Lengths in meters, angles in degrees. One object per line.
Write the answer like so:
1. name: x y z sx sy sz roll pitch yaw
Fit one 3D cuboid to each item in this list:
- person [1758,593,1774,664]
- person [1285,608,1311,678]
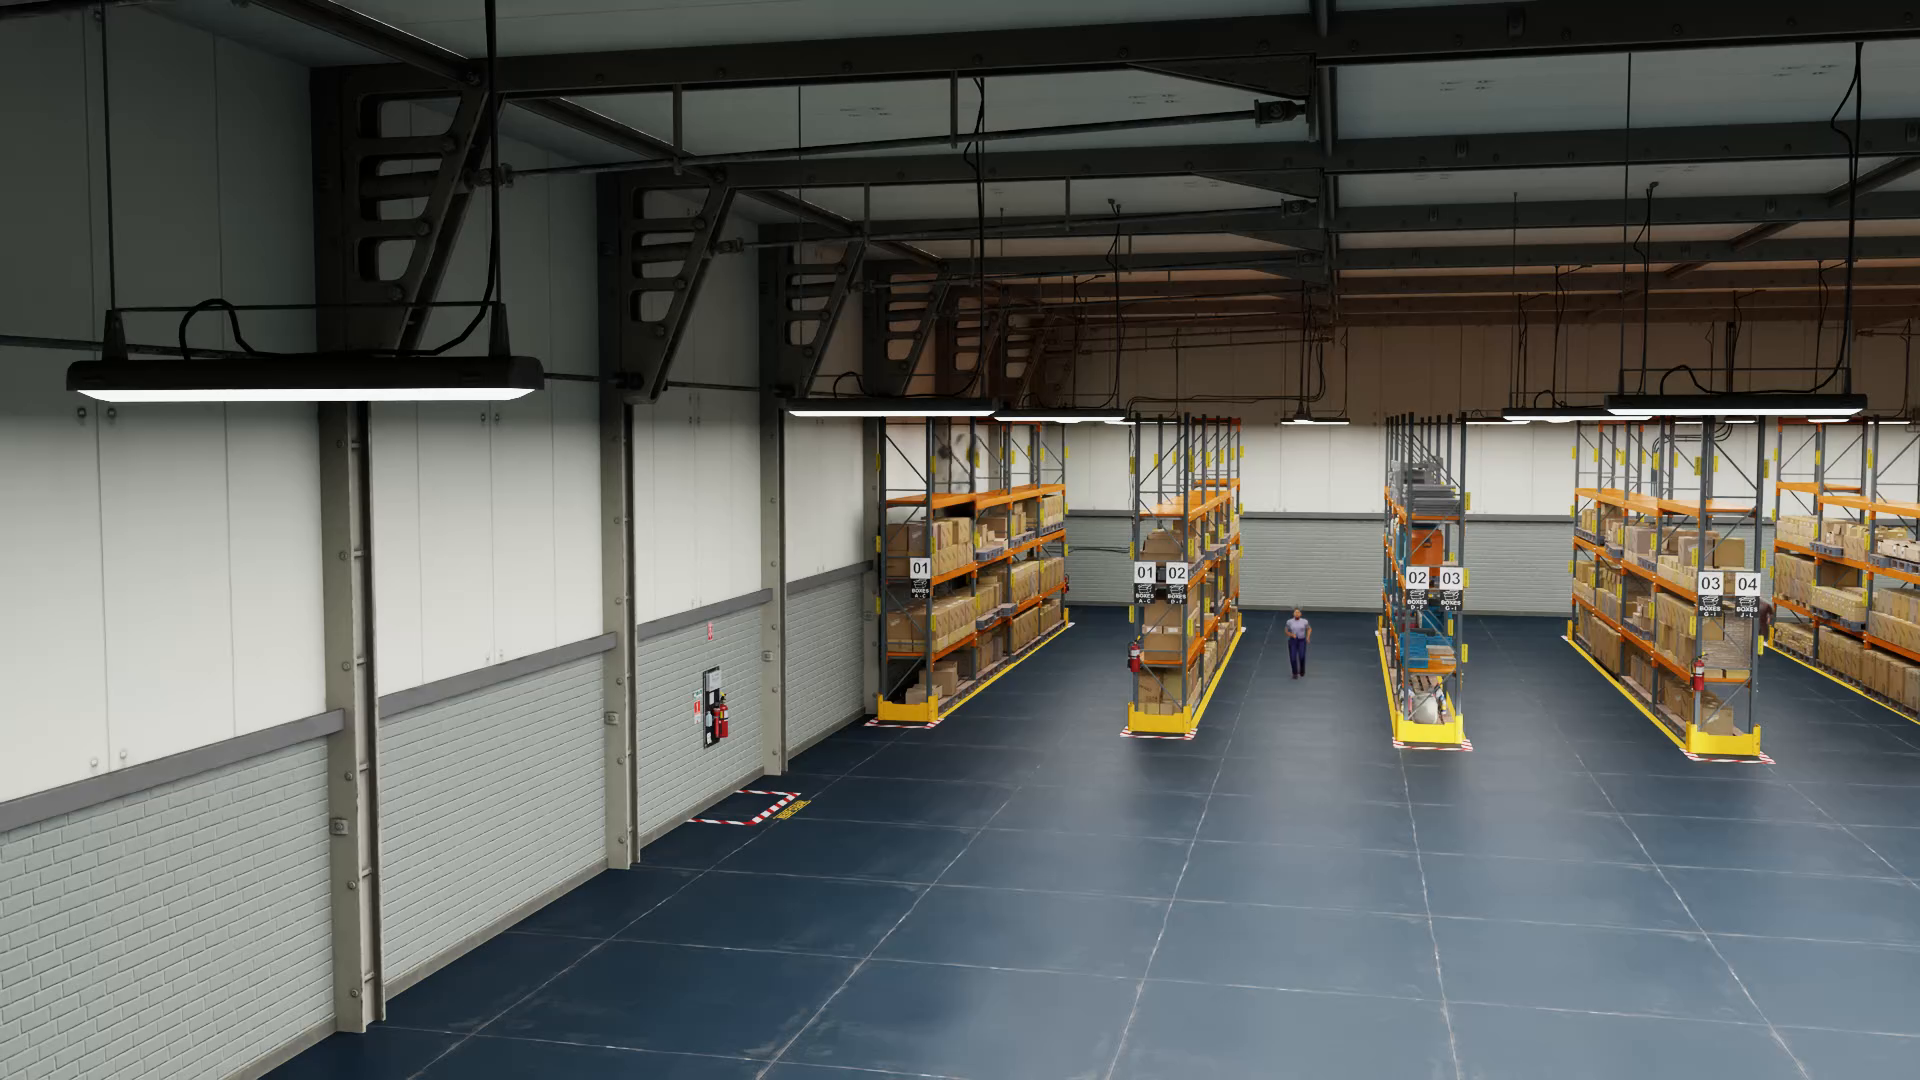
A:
1. person: 19.297 2.137 40.161 0.693 1.746 0.652 1 4 15
2. person: 7.676 2.359 37.785 0.593 1.609 0.577 1 4 12
